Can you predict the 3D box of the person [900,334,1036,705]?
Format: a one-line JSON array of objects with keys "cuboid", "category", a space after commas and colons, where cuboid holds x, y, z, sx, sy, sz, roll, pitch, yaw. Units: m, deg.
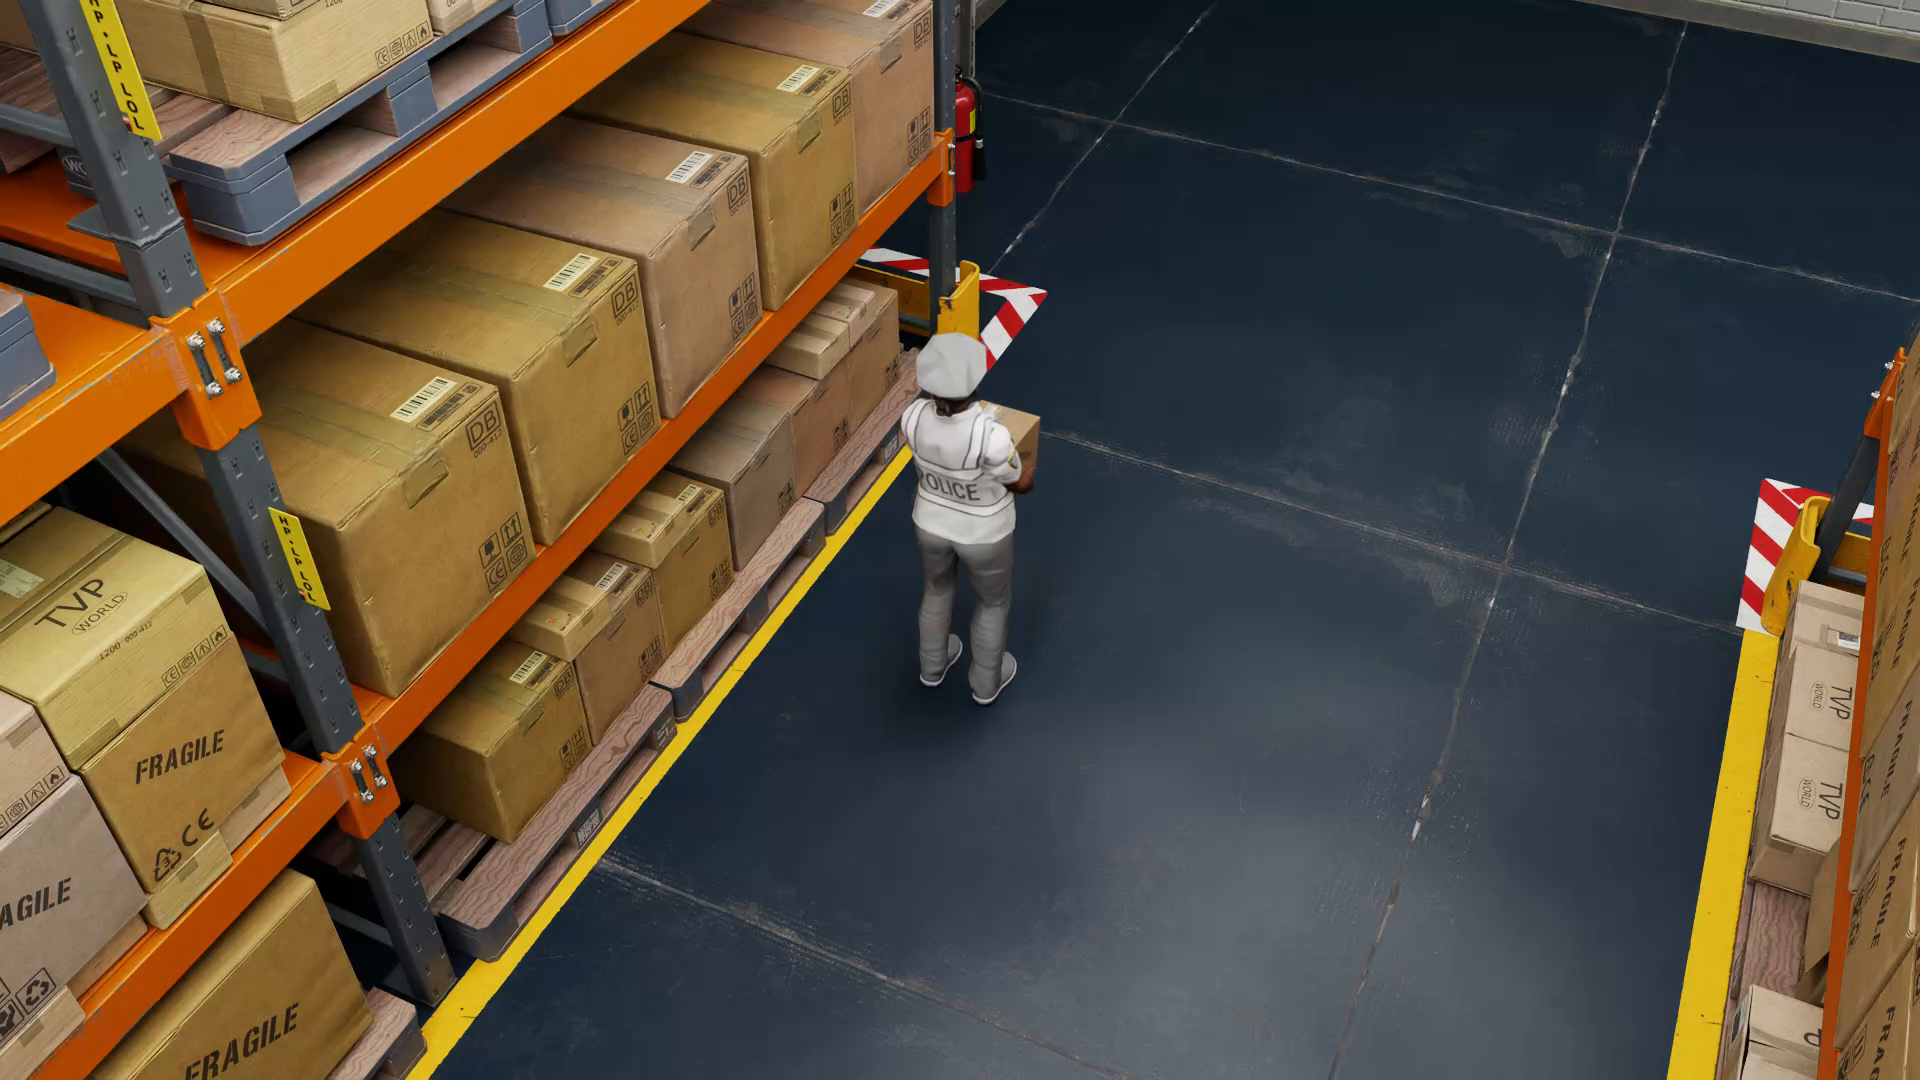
[{"cuboid": [0.048, -0.107, 6.260, 0.451, 1.687, 0.537, 18, 45, 19], "category": "person"}]
